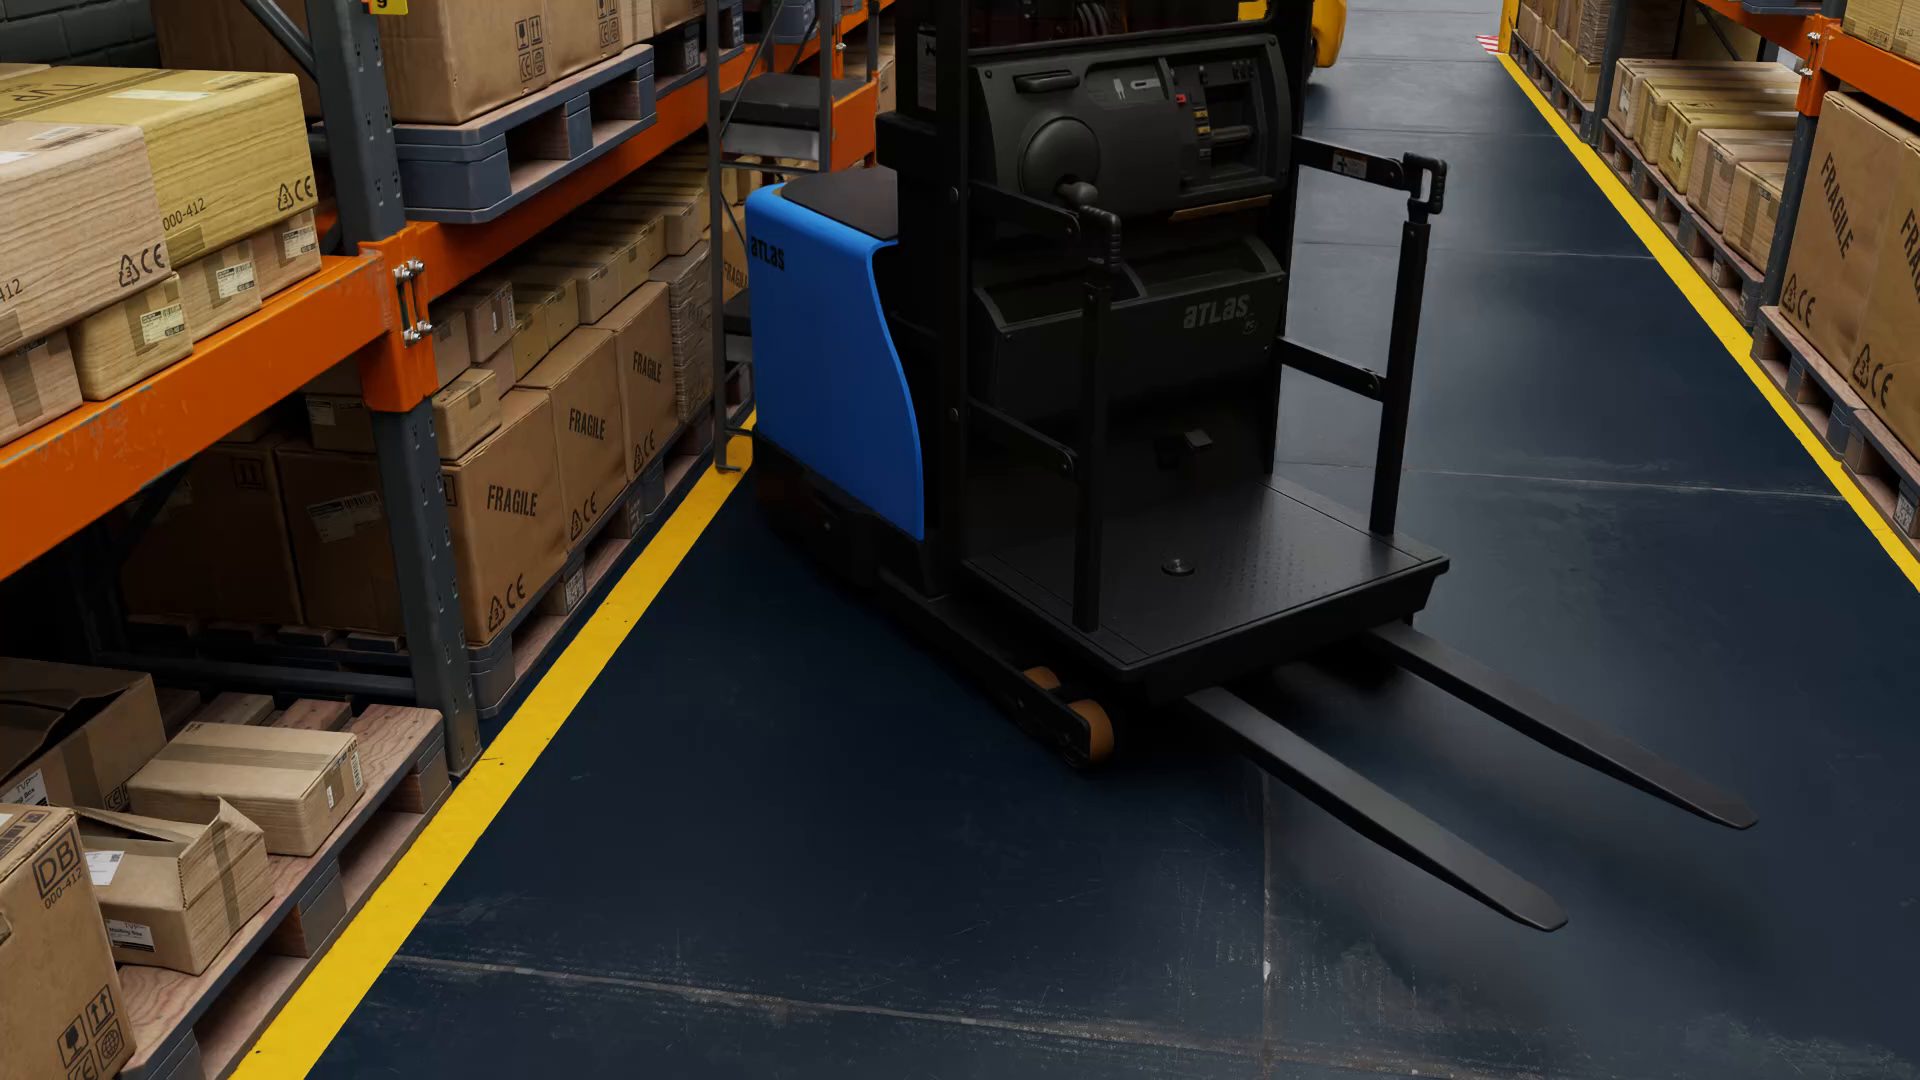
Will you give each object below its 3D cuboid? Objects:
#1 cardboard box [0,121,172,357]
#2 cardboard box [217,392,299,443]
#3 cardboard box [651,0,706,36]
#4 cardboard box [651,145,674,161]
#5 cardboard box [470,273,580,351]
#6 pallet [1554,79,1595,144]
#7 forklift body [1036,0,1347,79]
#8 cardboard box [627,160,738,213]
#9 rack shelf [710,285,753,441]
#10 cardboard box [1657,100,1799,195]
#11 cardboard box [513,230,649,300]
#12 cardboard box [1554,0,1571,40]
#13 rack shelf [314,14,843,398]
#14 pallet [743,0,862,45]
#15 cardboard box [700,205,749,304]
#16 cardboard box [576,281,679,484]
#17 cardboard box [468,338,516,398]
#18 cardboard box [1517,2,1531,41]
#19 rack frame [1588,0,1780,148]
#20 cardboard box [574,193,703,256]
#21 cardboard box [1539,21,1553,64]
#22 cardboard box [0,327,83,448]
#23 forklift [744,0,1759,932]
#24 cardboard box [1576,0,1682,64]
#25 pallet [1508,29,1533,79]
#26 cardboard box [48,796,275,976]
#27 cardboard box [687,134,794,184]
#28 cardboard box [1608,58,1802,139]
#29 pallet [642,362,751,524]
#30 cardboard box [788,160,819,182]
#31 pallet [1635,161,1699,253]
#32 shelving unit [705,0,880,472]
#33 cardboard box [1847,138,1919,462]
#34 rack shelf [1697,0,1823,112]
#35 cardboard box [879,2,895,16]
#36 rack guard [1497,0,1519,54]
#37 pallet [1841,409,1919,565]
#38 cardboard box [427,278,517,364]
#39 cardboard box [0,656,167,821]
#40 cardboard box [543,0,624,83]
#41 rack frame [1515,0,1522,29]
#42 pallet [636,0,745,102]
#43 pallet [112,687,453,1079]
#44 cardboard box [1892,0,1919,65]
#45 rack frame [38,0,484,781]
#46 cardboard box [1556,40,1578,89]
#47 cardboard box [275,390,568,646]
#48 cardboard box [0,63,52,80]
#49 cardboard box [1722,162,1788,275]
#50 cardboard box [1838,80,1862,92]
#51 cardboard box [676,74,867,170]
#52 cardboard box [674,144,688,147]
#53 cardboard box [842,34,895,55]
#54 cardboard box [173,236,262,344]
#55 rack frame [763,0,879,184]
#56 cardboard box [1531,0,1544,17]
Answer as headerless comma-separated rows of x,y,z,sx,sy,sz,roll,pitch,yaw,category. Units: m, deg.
-1.594,-0.464,2.529,0.500,0.250,0.500,4,25,9,cardboard box
-1.908,-0.364,4.176,0.380,0.149,0.250,3,25,6,cardboard box
-1.172,-1.805,4.954,0.700,0.500,0.500,4,25,8,cardboard box
-1.423,-1.666,6.959,0.380,0.149,0.250,5,26,11,cardboard box
-1.332,-0.666,4.823,0.380,0.149,0.250,4,25,8,cardboard box
4.596,-2.862,11.115,1.003,0.211,1.213,4,25,9,pallet
1.767,-4.553,12.439,2.313,2.155,1.214,4,25,9,forklift body
-1.050,-1.308,6.194,0.380,0.149,0.250,5,26,10,cardboard box
-0.571,-0.623,5.763,0.431,0.518,0.480,9,26,12,rack shelf
4.212,-2.030,8.653,0.950,0.372,0.625,5,26,10,cardboard box
-1.211,-0.872,5.262,0.380,0.149,0.250,5,26,10,cardboard box
4.516,-3.818,11.732,0.500,0.500,0.500,5,26,11,cardboard box
-1.357,-1.348,5.441,1.077,0.370,4.000,4,25,9,rack shelf
-1.072,-2.135,6.500,1.213,0.211,1.003,4,25,9,pallet
-1.062,-0.949,6.193,0.500,0.500,0.500,5,26,11,cardboard box
-1.220,-0.514,5.264,0.500,0.500,0.500,3,25,7,cardboard box
-1.394,-0.442,4.345,0.380,0.149,0.250,3,25,7,cardboard box
4.770,-4.141,13.306,0.500,0.250,0.500,4,25,8,cardboard box
4.521,-3.841,9.918,1.000,3.000,0.127,4,25,9,rack frame
-1.106,-1.086,5.720,0.380,0.149,0.250,3,25,6,cardboard box
4.602,-3.699,12.362,0.500,0.250,0.500,6,26,12,cardboard box
-1.596,-0.245,2.531,0.380,0.149,0.250,5,25,10,cardboard box
0.565,-1.001,3.930,1.130,2.935,3.031,-15,29,-30,forklift
4.353,-3.392,10.822,0.500,0.500,0.500,4,25,8,cardboard box
4.994,-3.882,13.295,1.003,0.211,1.213,4,25,9,pallet
-1.544,0.613,3.132,0.396,0.266,0.258,5,26,10,cardboard box
-0.875,-1.522,6.652,0.380,0.149,0.250,3,25,6,cardboard box
4.438,-2.622,9.917,0.950,0.372,0.625,4,25,9,cardboard box
-1.391,-0.429,5.918,1.003,0.211,1.213,4,25,9,pallet
-0.887,-1.377,7.107,0.500,0.500,0.500,5,26,10,cardboard box
4.198,-1.741,8.720,1.003,0.211,1.213,4,25,9,pallet
-0.540,-1.265,5.453,0.431,2.100,0.503,9,26,12,shelving unit
3.522,-0.740,5.304,0.875,0.875,0.875,4,25,9,cardboard box
4.194,-2.679,8.284,1.077,0.370,4.000,4,25,9,rack shelf
-0.451,-3.079,10.596,0.875,0.625,0.625,5,26,11,cardboard box
5.162,-4.350,13.954,1.175,0.500,0.348,4,25,9,rack guard
3.462,-0.072,5.155,1.003,0.211,1.213,4,25,9,pallet
-1.368,-0.568,4.262,0.380,0.149,0.250,3,25,6,cardboard box
-2.025,0.450,3.427,0.500,0.311,0.500,5,26,10,cardboard box
-1.300,-1.477,4.253,0.700,0.500,0.500,4,25,9,cardboard box
5.175,-5.514,13.492,1.000,3.000,0.127,4,25,9,rack frame
-1.344,-1.610,5.378,1.003,0.211,1.213,4,25,9,pallet
-1.797,0.712,3.479,1.003,0.211,1.213,4,25,9,pallet
3.472,-1.697,5.515,0.500,0.250,0.500,3,25,7,cardboard box
-1.684,-0.838,3.502,1.000,3.000,0.127,4,25,9,rack frame
4.429,-3.276,11.458,0.500,0.250,0.500,3,25,7,cardboard box
-1.383,-0.083,4.341,0.500,0.500,0.500,5,26,11,cardboard box
-2.031,-0.716,3.068,0.500,0.250,0.500,4,25,8,cardboard box
3.969,-1.404,7.316,0.950,0.372,0.625,2,25,5,cardboard box
6.038,-3.064,11.204,0.500,0.500,0.500,-20,32,-36,cardboard box
-0.915,-1.885,8.045,0.875,0.625,0.625,5,26,10,cardboard box
-1.376,-1.412,7.181,0.500,0.500,0.500,5,26,10,cardboard box
-0.706,-2.441,9.232,0.875,0.625,0.625,3,25,6,cardboard box
-1.508,-0.463,2.997,0.380,0.149,0.250,5,25,10,cardboard box
-0.479,-1.366,5.667,0.400,2.100,0.015,9,26,12,rack frame
4.685,-4.252,12.658,0.500,0.500,0.500,3,25,7,cardboard box
